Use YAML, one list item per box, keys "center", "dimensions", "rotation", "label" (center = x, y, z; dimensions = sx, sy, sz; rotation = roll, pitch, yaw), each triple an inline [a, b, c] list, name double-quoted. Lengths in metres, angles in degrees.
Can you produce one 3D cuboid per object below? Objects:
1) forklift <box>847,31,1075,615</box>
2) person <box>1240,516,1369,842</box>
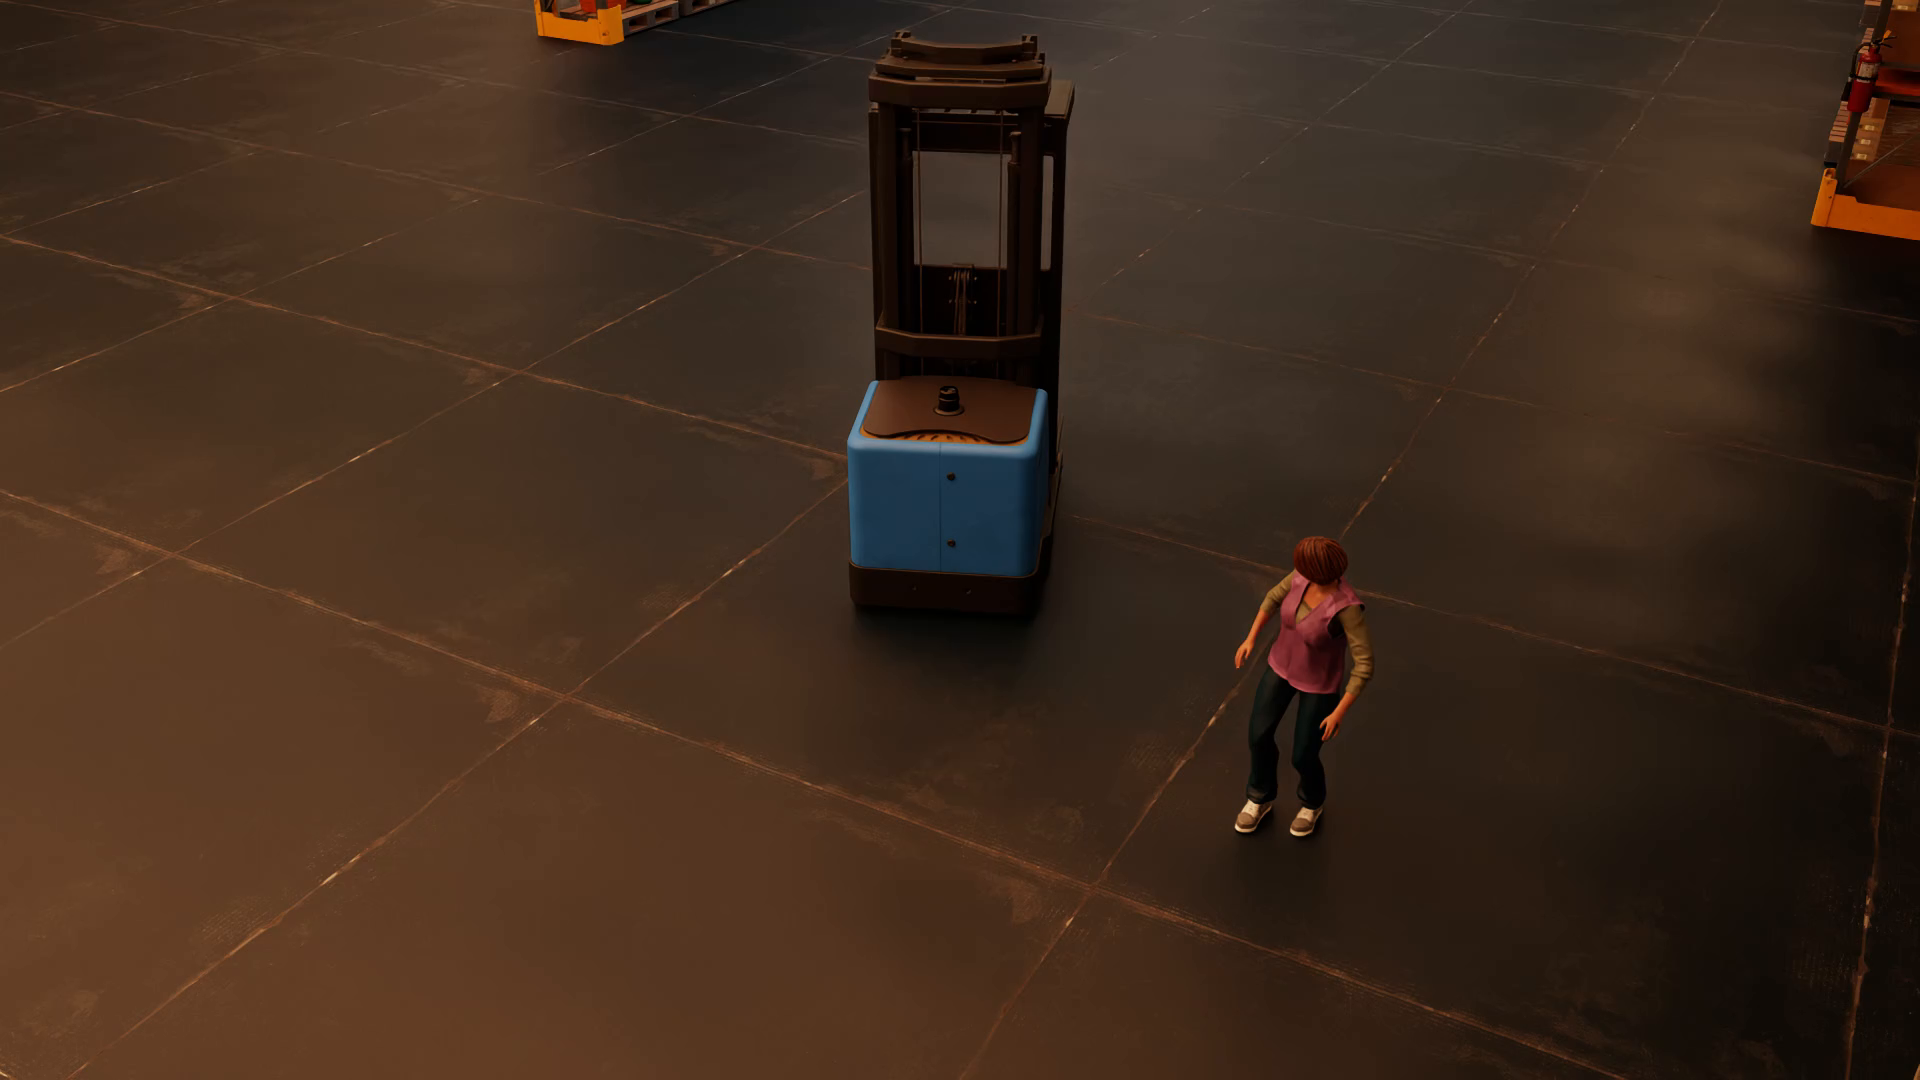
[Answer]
- center: [0.072, -1.572, 9.794]
  dimensions: [1.130, 2.935, 3.031]
  rotation: [3, 30, 6]
  label: "forklift"
- center: [1.549, 0.606, 7.354]
  dimensions: [0.331, 1.602, 0.411]
  rotation: [-23, 37, -34]
  label: "person"
